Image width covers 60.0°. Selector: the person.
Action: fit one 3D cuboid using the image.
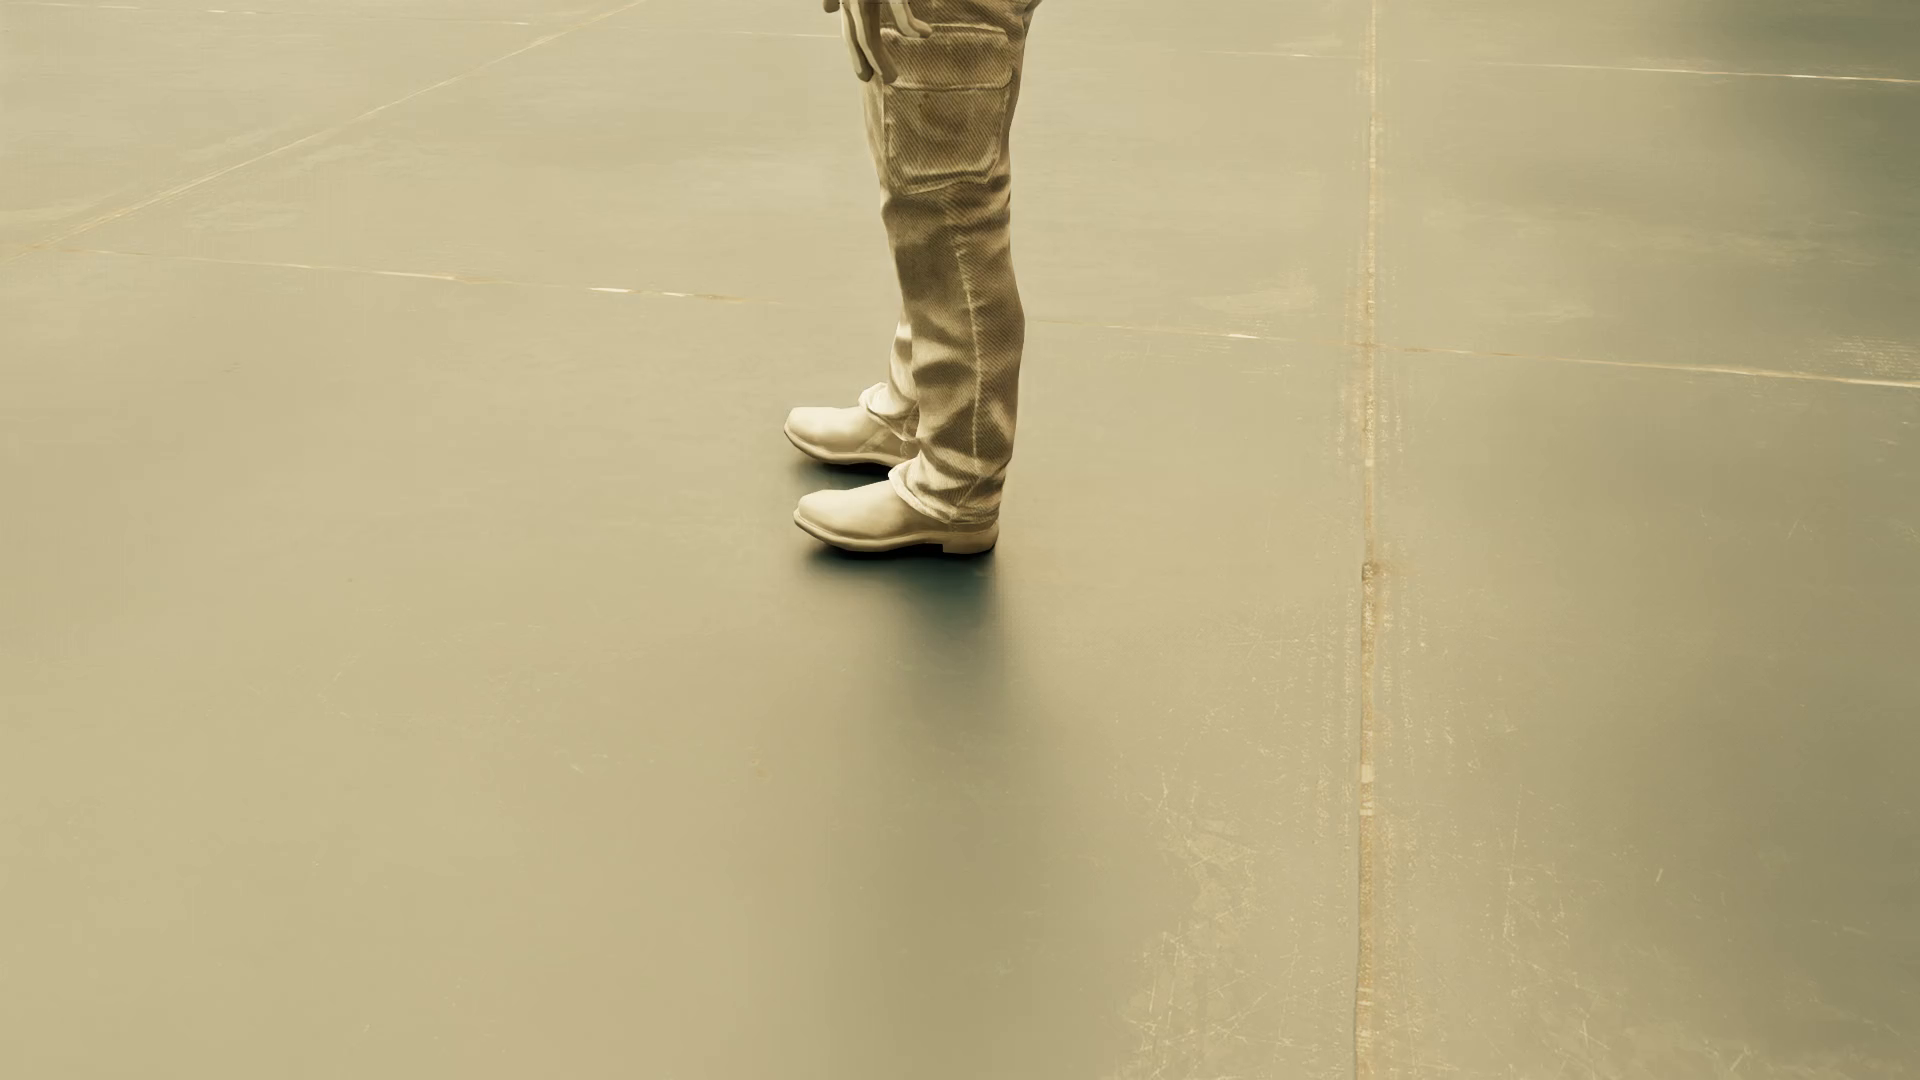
[{"bbox_3d":[-0.069,-0.813,2.116,0.575,1.784,0.656,6,27,11],"label":"person"}]
